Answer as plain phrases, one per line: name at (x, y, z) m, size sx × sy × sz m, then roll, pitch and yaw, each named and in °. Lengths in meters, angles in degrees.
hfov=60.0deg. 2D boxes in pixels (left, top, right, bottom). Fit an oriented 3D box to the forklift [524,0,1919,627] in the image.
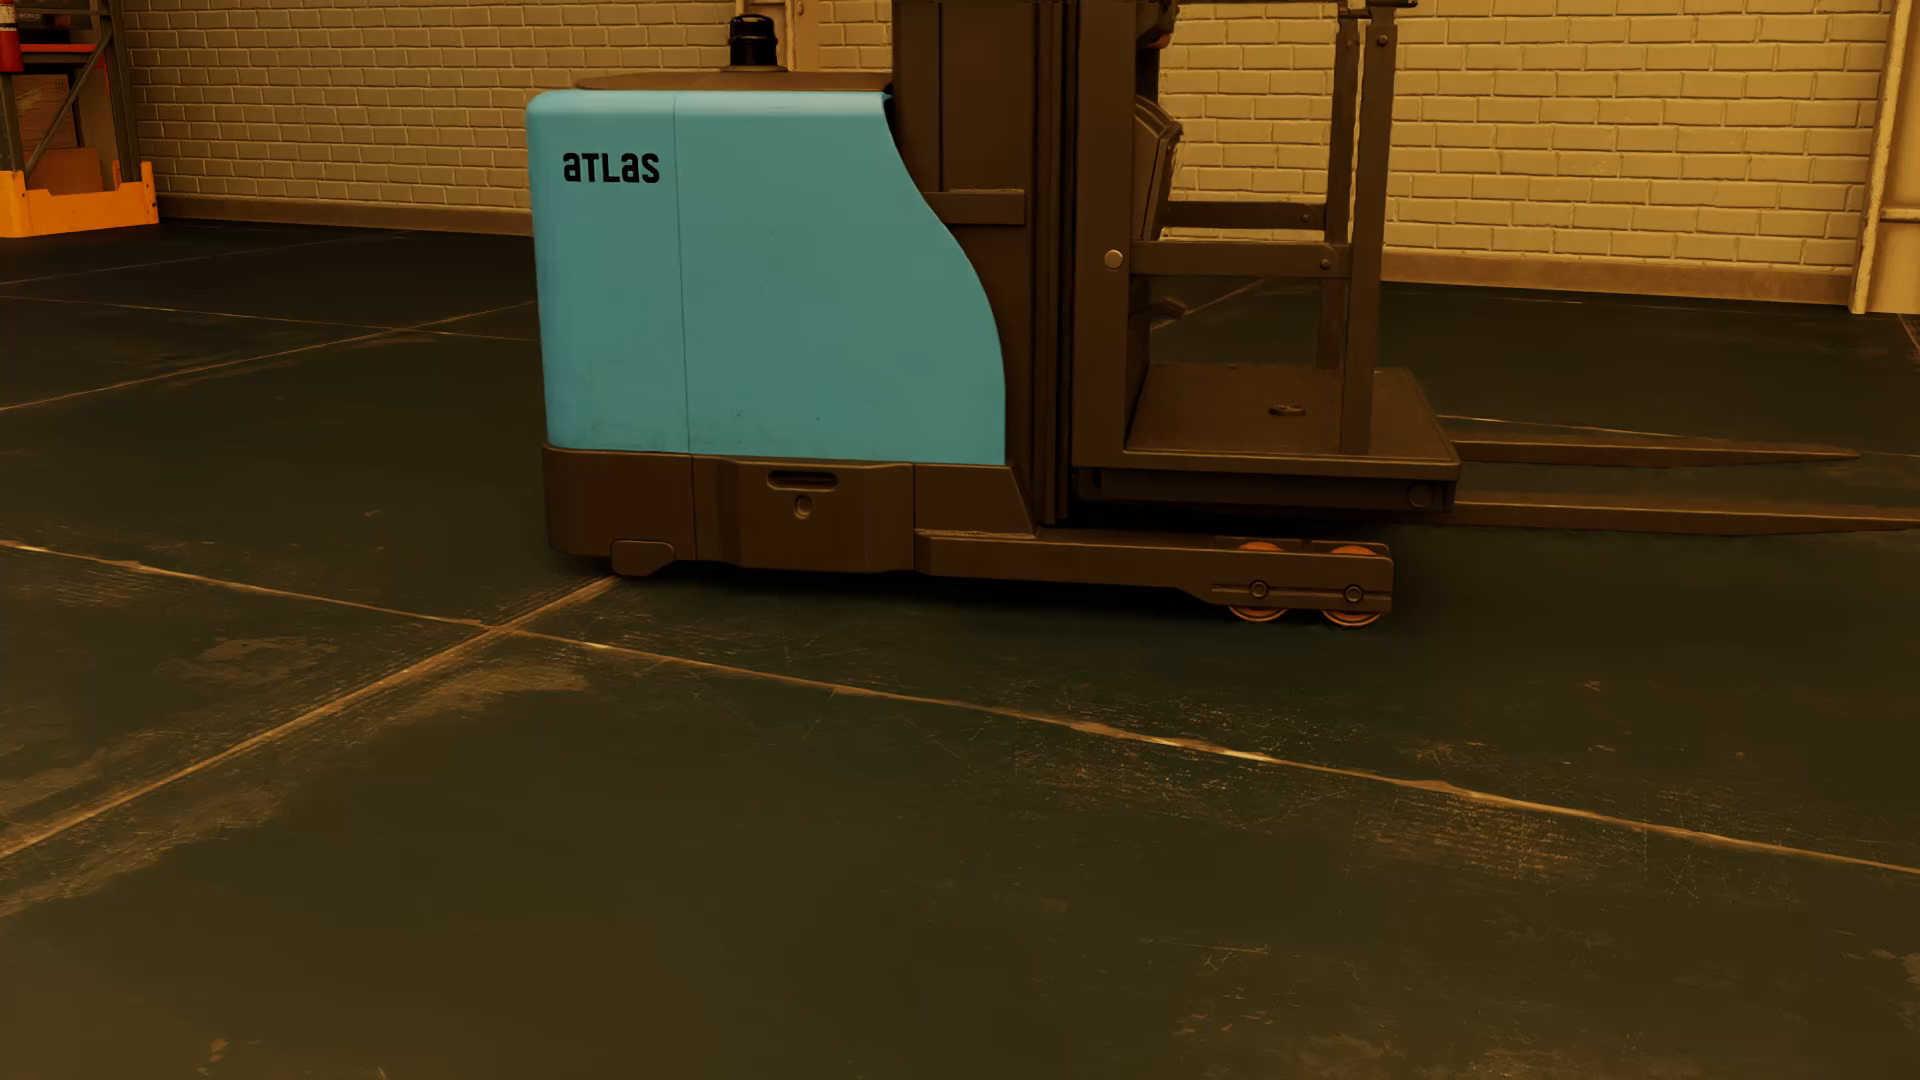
forklift at (0.621, -1.386, 3.608) m, size 3.031 × 2.935 × 1.130 m, roll 3°, pitch 16°, yaw 9°
